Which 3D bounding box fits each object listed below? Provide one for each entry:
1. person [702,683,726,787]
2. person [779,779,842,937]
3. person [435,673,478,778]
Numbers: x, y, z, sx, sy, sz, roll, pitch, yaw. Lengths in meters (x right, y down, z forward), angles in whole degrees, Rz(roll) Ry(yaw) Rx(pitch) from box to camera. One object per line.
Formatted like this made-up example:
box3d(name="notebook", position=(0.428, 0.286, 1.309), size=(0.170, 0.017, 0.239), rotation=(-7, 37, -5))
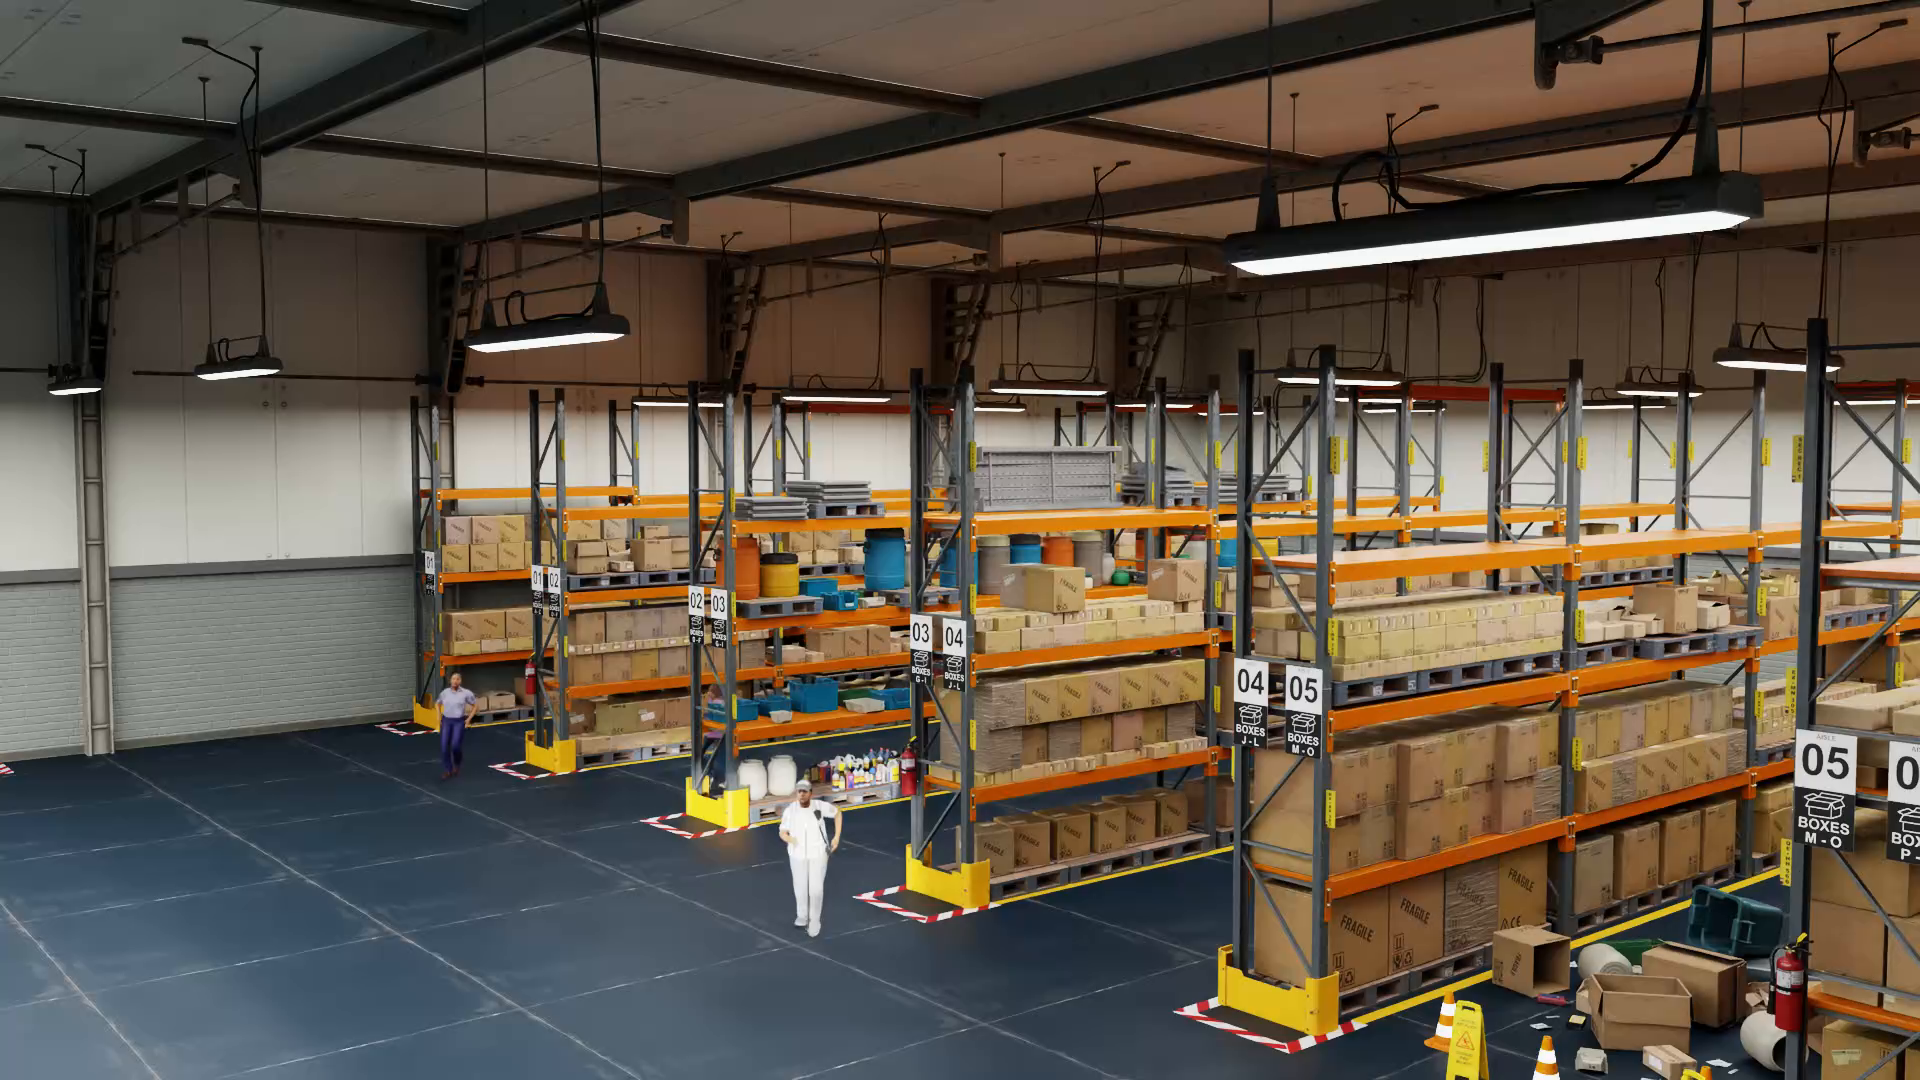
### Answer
box3d(name="person", position=(-3.646, 2.923, 24.554), size=(0.503, 1.602, 0.682), rotation=(3, 5, 44))
box3d(name="person", position=(-1.568, 3.309, 17.380), size=(0.618, 1.647, 0.828), rotation=(0, 3, 5))
box3d(name="person", position=(-7.782, 2.864, 25.561), size=(0.631, 1.607, 0.504), rotation=(0, 3, 1))
